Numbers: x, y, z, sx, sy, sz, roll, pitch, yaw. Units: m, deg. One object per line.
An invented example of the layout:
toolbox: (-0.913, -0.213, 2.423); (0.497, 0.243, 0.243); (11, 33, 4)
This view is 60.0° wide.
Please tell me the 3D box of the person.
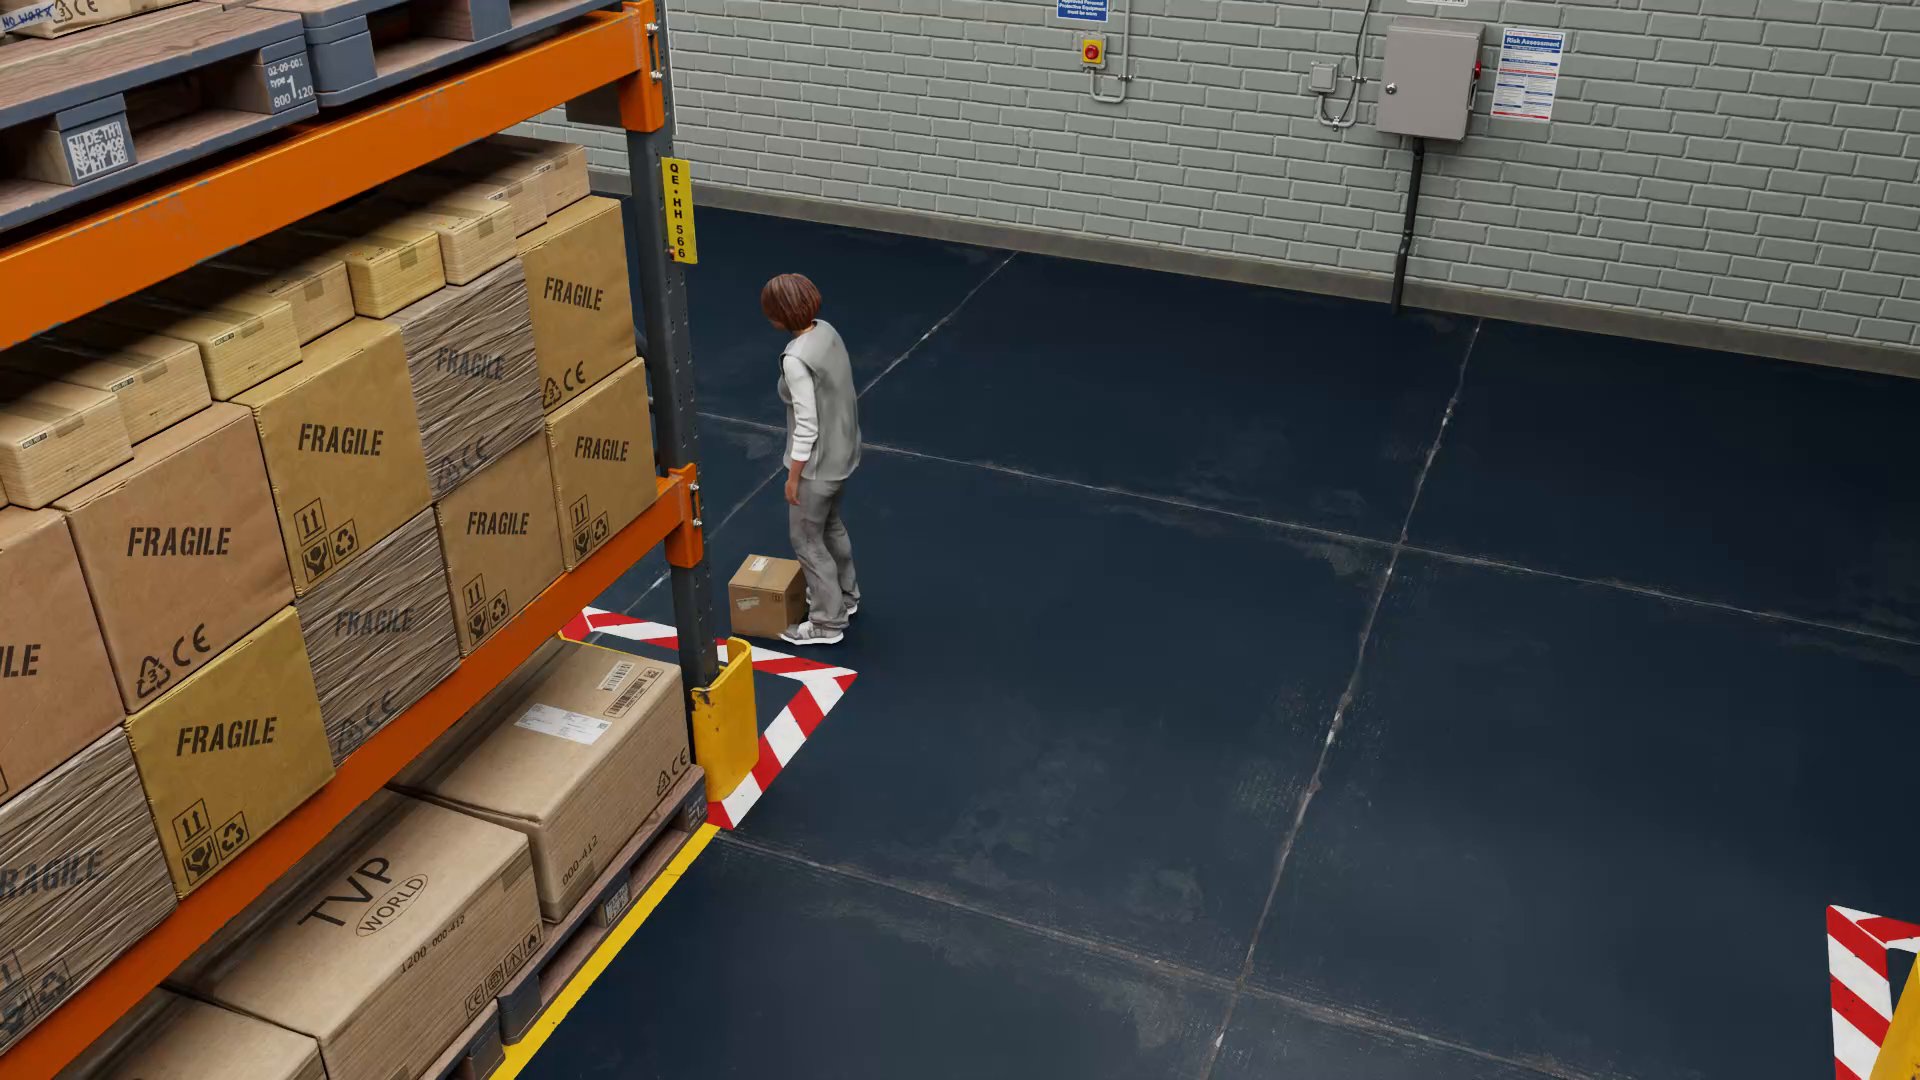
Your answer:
person: (-0.578, -0.315, 6.685); (0.349, 1.592, 0.468); (8, 31, 13)
